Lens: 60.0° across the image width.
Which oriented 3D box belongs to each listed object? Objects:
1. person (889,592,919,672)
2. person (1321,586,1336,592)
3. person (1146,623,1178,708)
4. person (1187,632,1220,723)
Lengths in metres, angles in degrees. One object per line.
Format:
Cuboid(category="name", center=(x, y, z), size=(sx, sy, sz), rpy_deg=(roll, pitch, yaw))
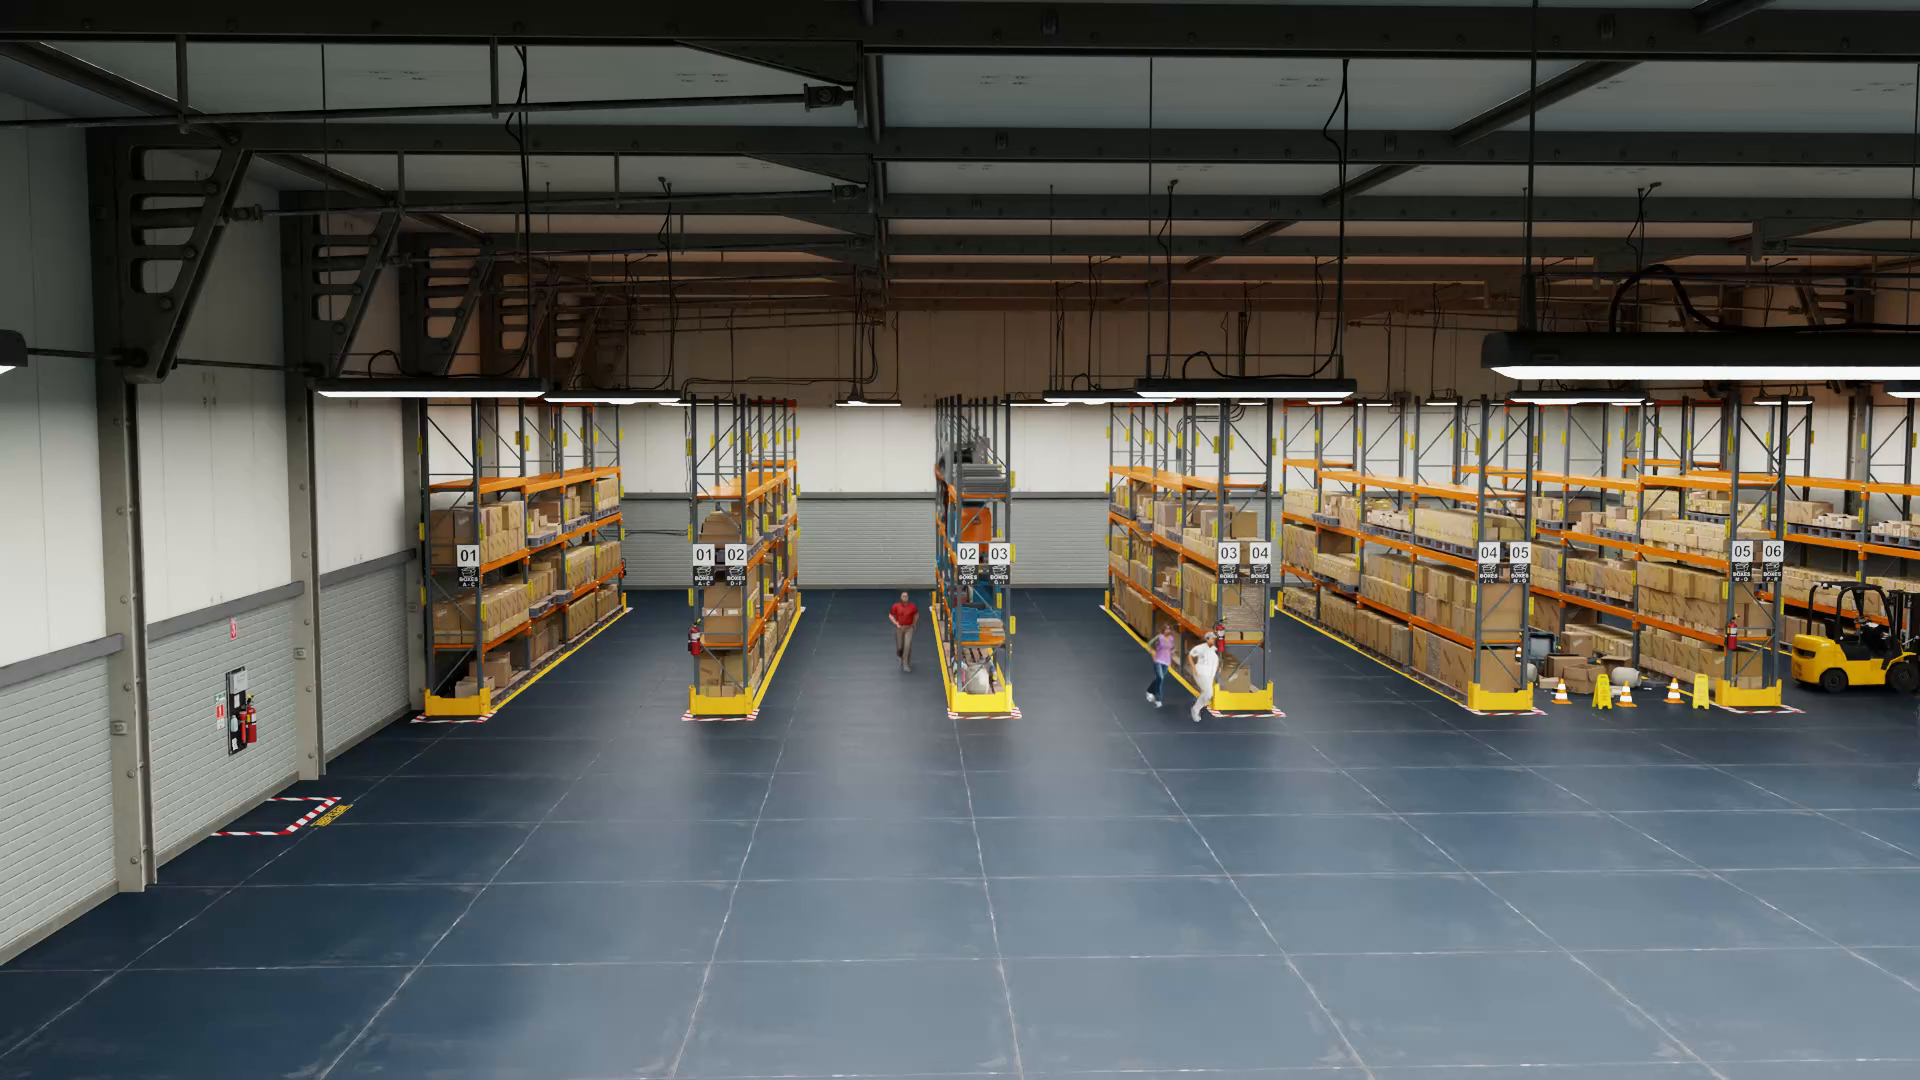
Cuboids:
Cuboid(category="person", center=(-1.233, 2.002, 36.624), size=(0.666, 1.713, 0.841), rpy_deg=(0, 5, -6))
Cuboid(category="person", center=(10.749, 0.982, 49.073), size=(0.985, 1.772, 0.712), rpy_deg=(-1, 5, -8))
Cuboid(category="person", center=(3.917, 2.414, 32.205), size=(0.529, 1.636, 0.735), rpy_deg=(-2, 5, -20))
Cuboid(category="person", center=(4.523, 2.516, 30.568), size=(0.664, 1.627, 0.582), rpy_deg=(-4, 6, -41))
